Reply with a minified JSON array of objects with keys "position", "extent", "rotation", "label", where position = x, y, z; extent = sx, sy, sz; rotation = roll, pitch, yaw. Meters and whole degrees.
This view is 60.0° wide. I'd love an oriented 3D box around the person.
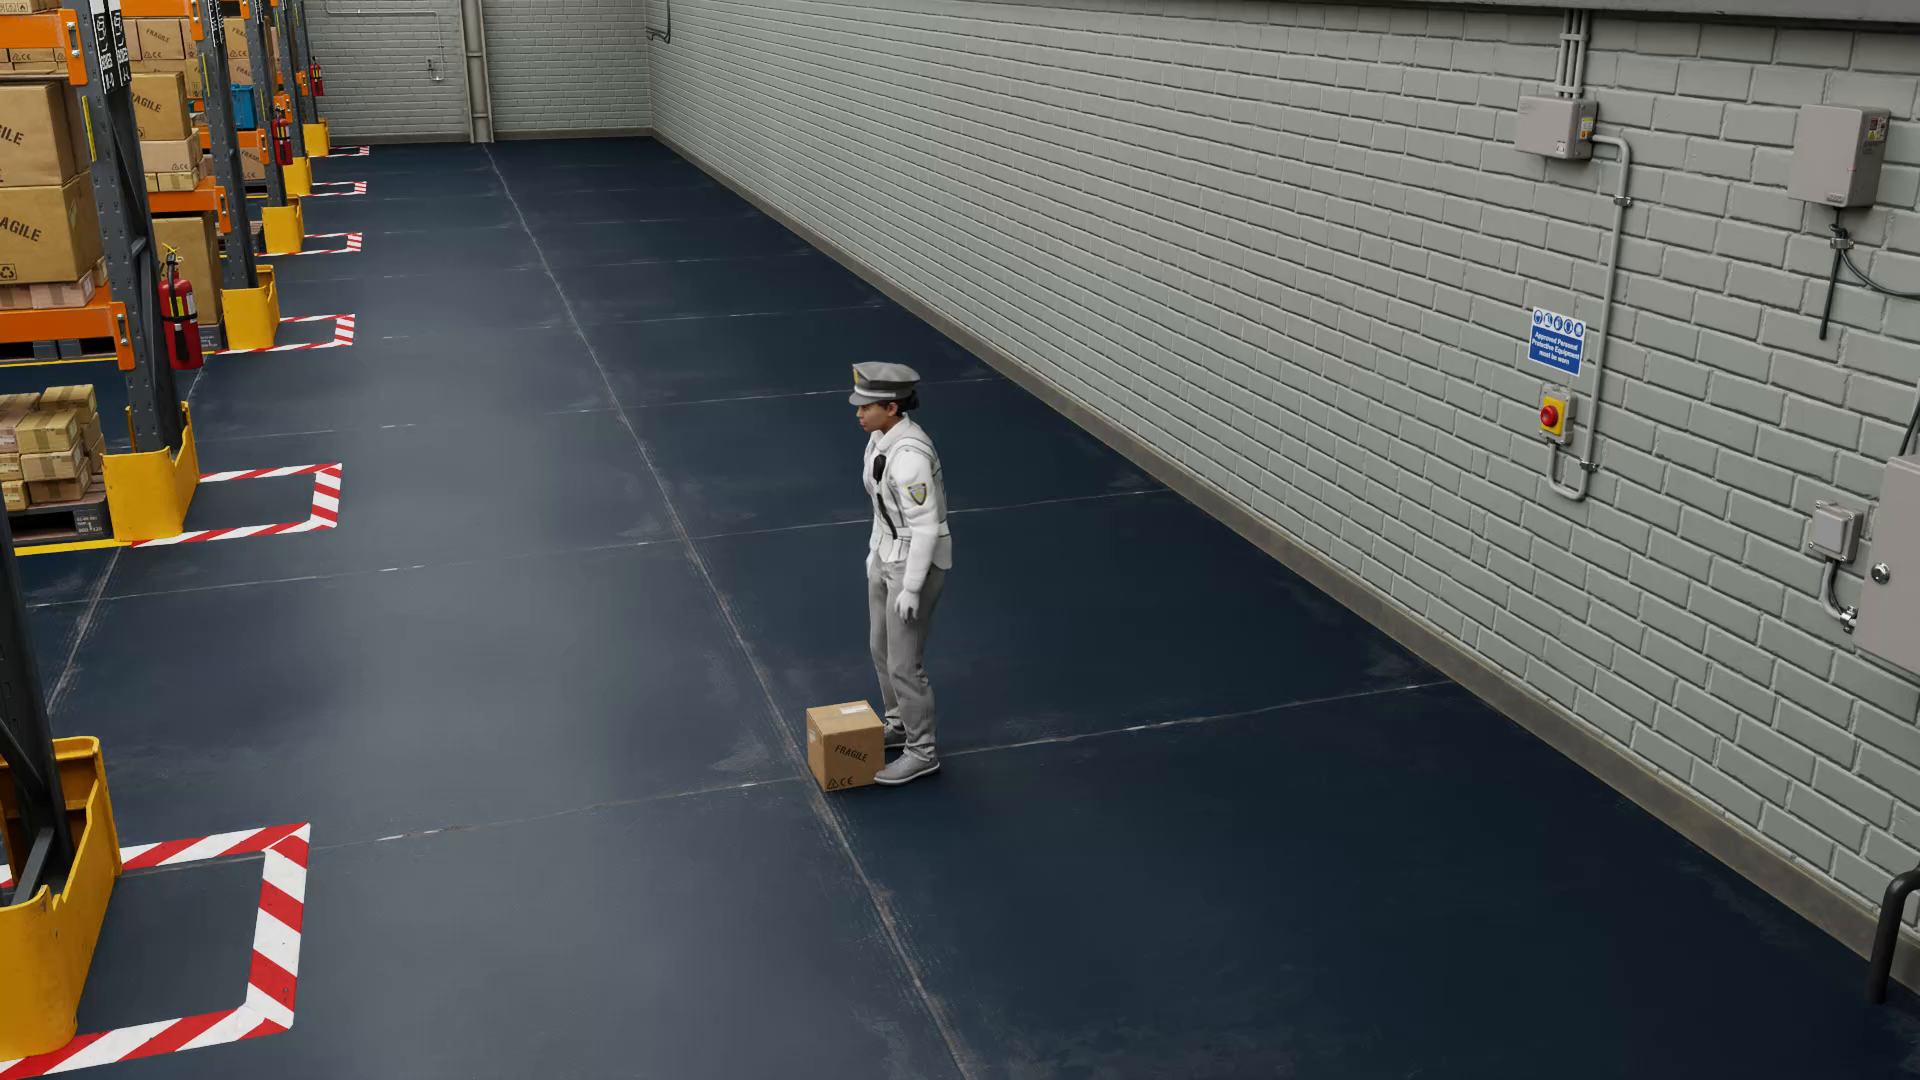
[{"position":[-0.233,0.122,6.445],"extent":[0.377,1.663,0.531],"rotation":[-6,20,-18],"label":"person"}]
